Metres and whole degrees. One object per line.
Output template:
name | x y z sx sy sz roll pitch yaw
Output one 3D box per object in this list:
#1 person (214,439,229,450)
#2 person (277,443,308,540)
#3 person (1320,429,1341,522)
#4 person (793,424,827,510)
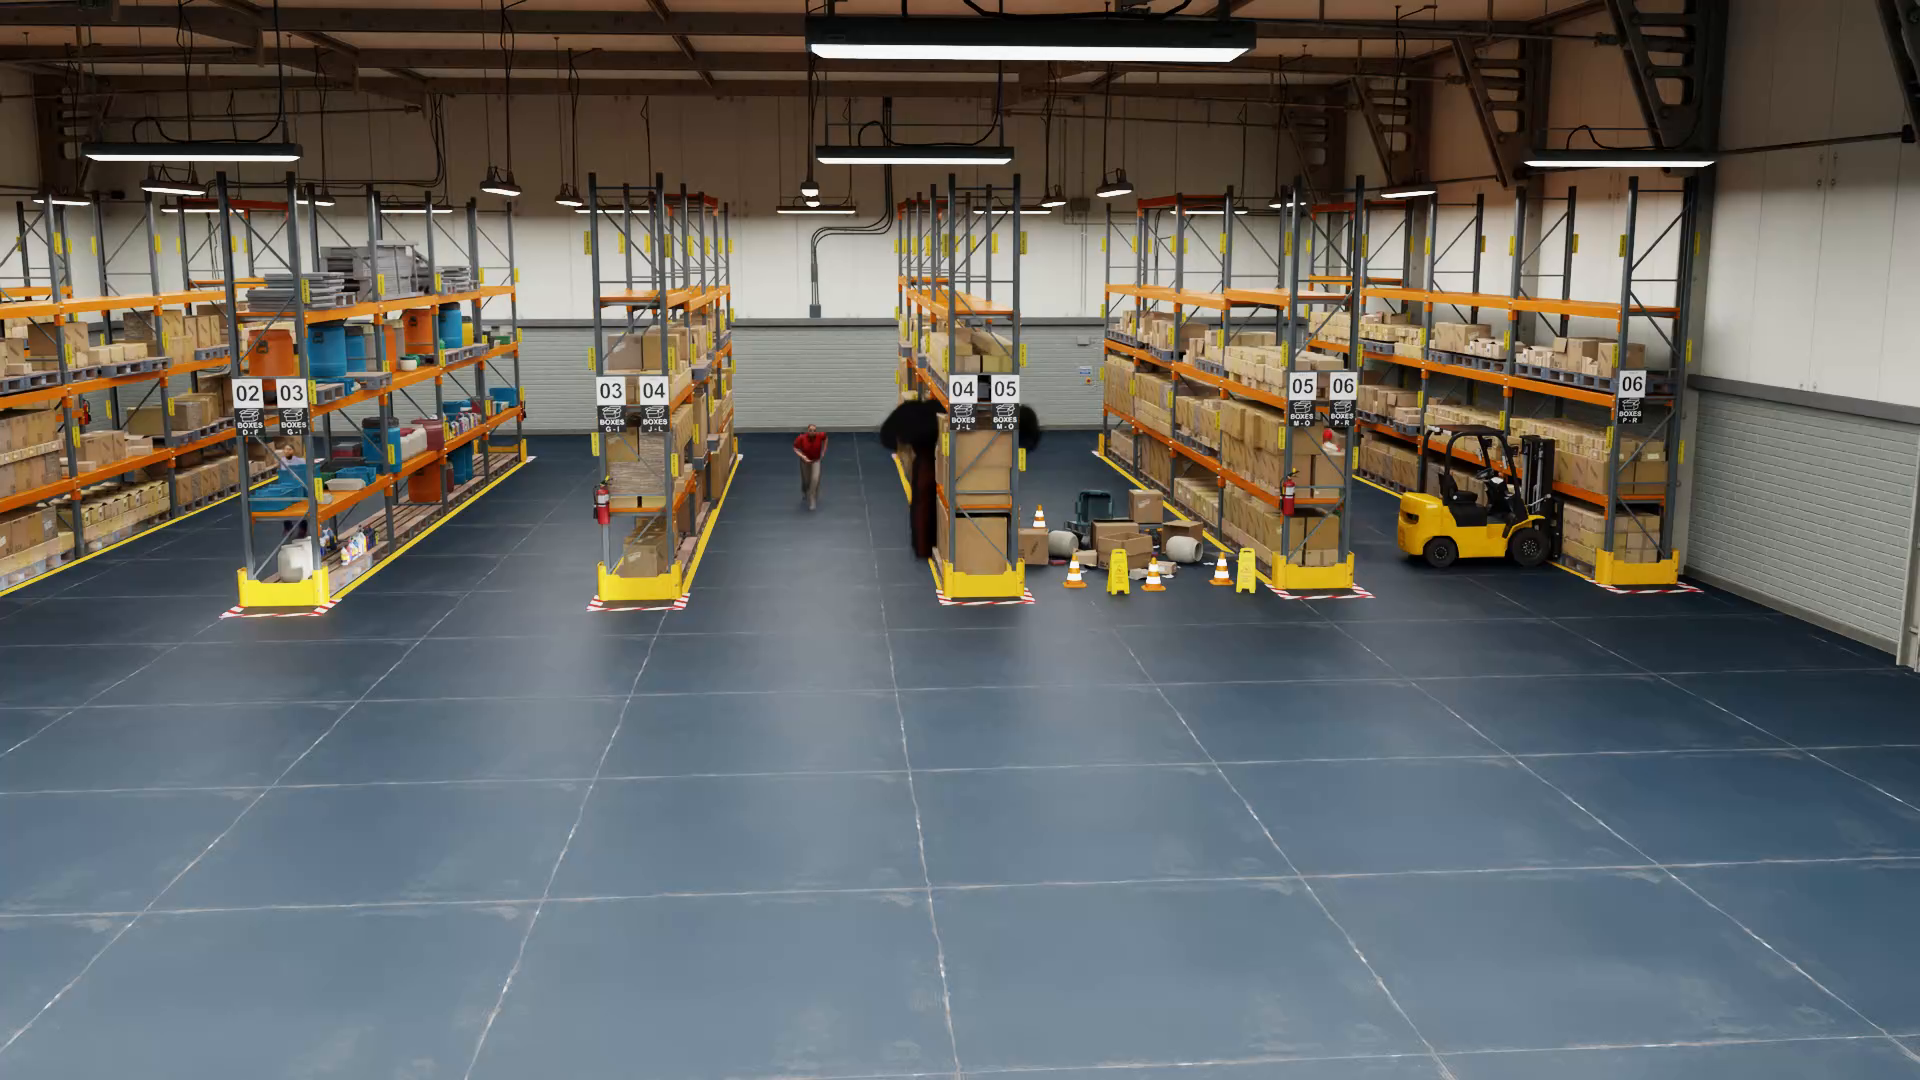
person | -17.799 -2.902 40.442 0.915 1.591 0.621 7 12 35
person | -11.543 -0.840 28.805 0.613 1.684 0.715 -1 10 -5
person | 6.604 -1.115 29.908 0.618 1.728 0.991 -1 10 -7
person | -2.934 -1.463 32.396 0.700 1.690 1.024 -3 10 -16
